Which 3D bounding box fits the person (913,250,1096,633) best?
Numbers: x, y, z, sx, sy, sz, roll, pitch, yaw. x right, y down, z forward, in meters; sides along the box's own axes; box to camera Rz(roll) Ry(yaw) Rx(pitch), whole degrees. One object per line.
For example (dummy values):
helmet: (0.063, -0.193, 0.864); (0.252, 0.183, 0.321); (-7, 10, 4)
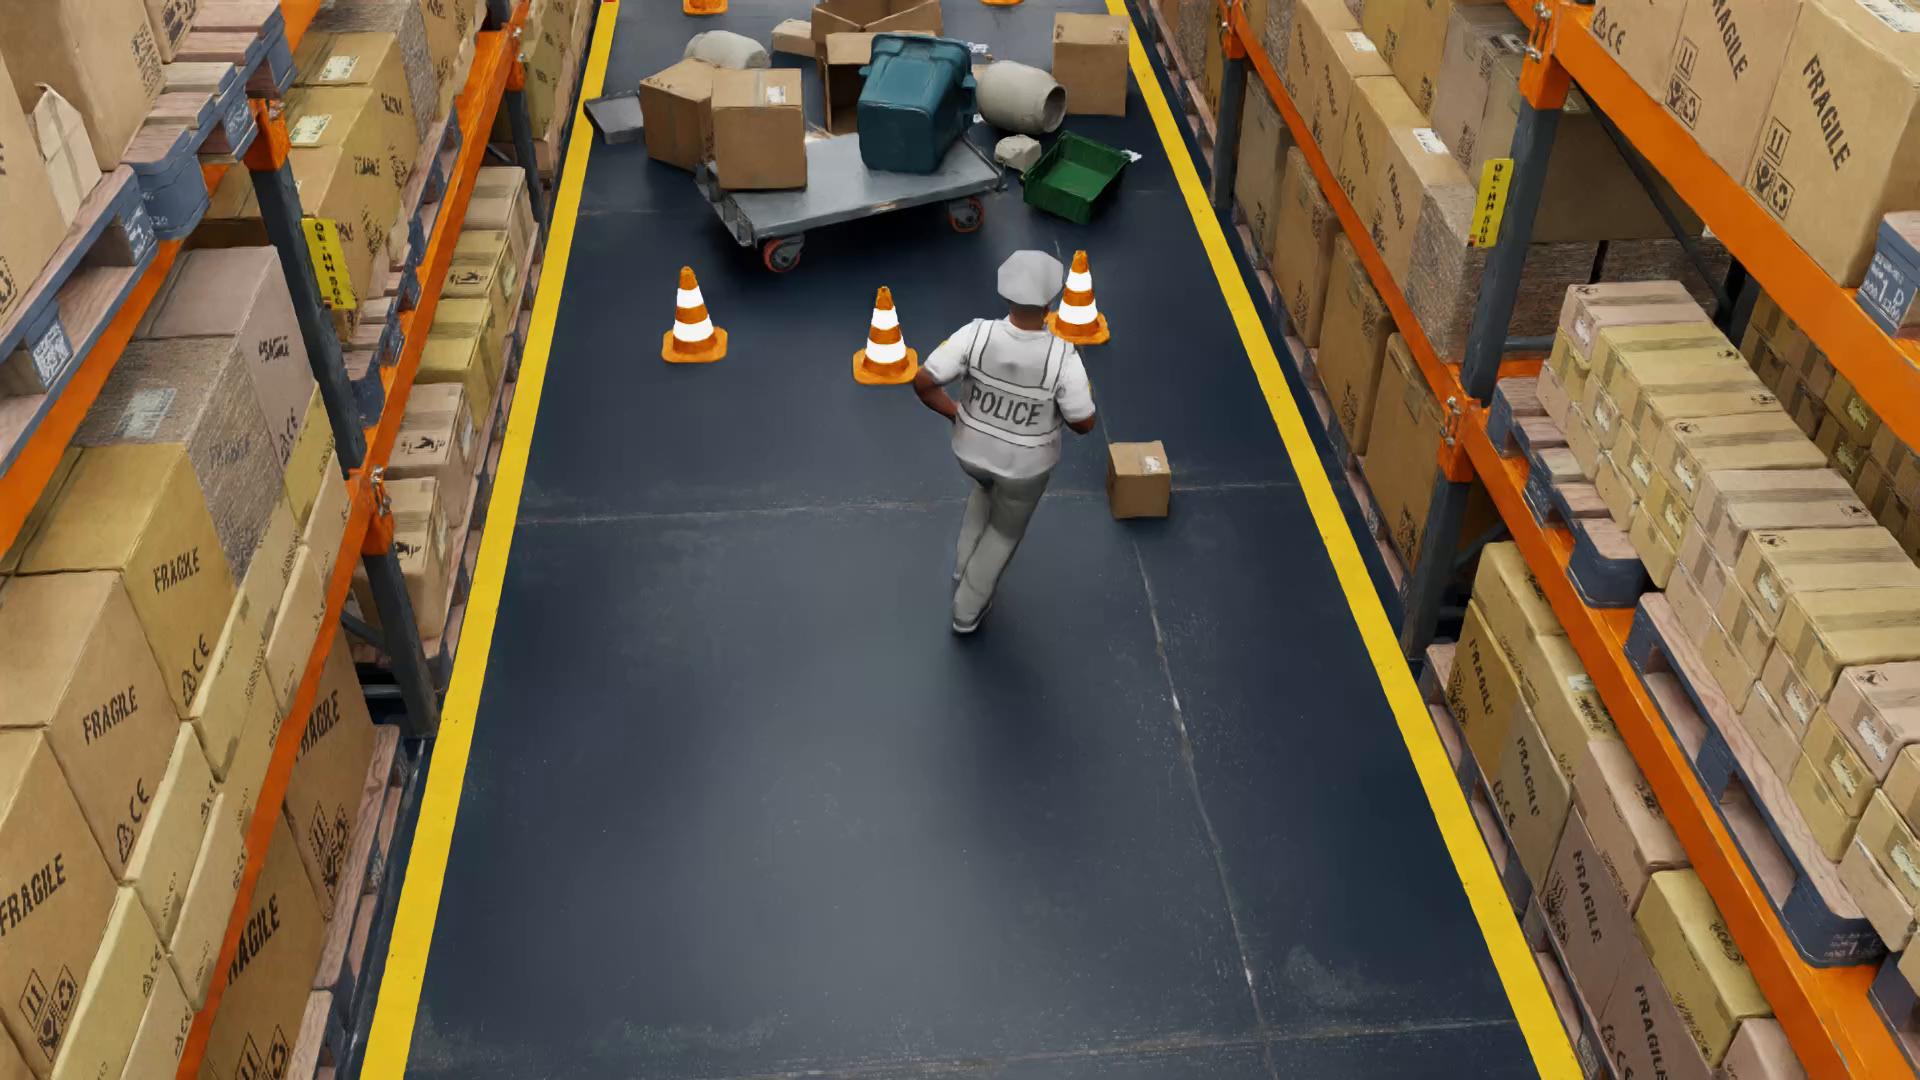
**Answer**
person: (0.229, -0.360, 6.625); (0.667, 1.779, 0.577); (19, 42, 22)
